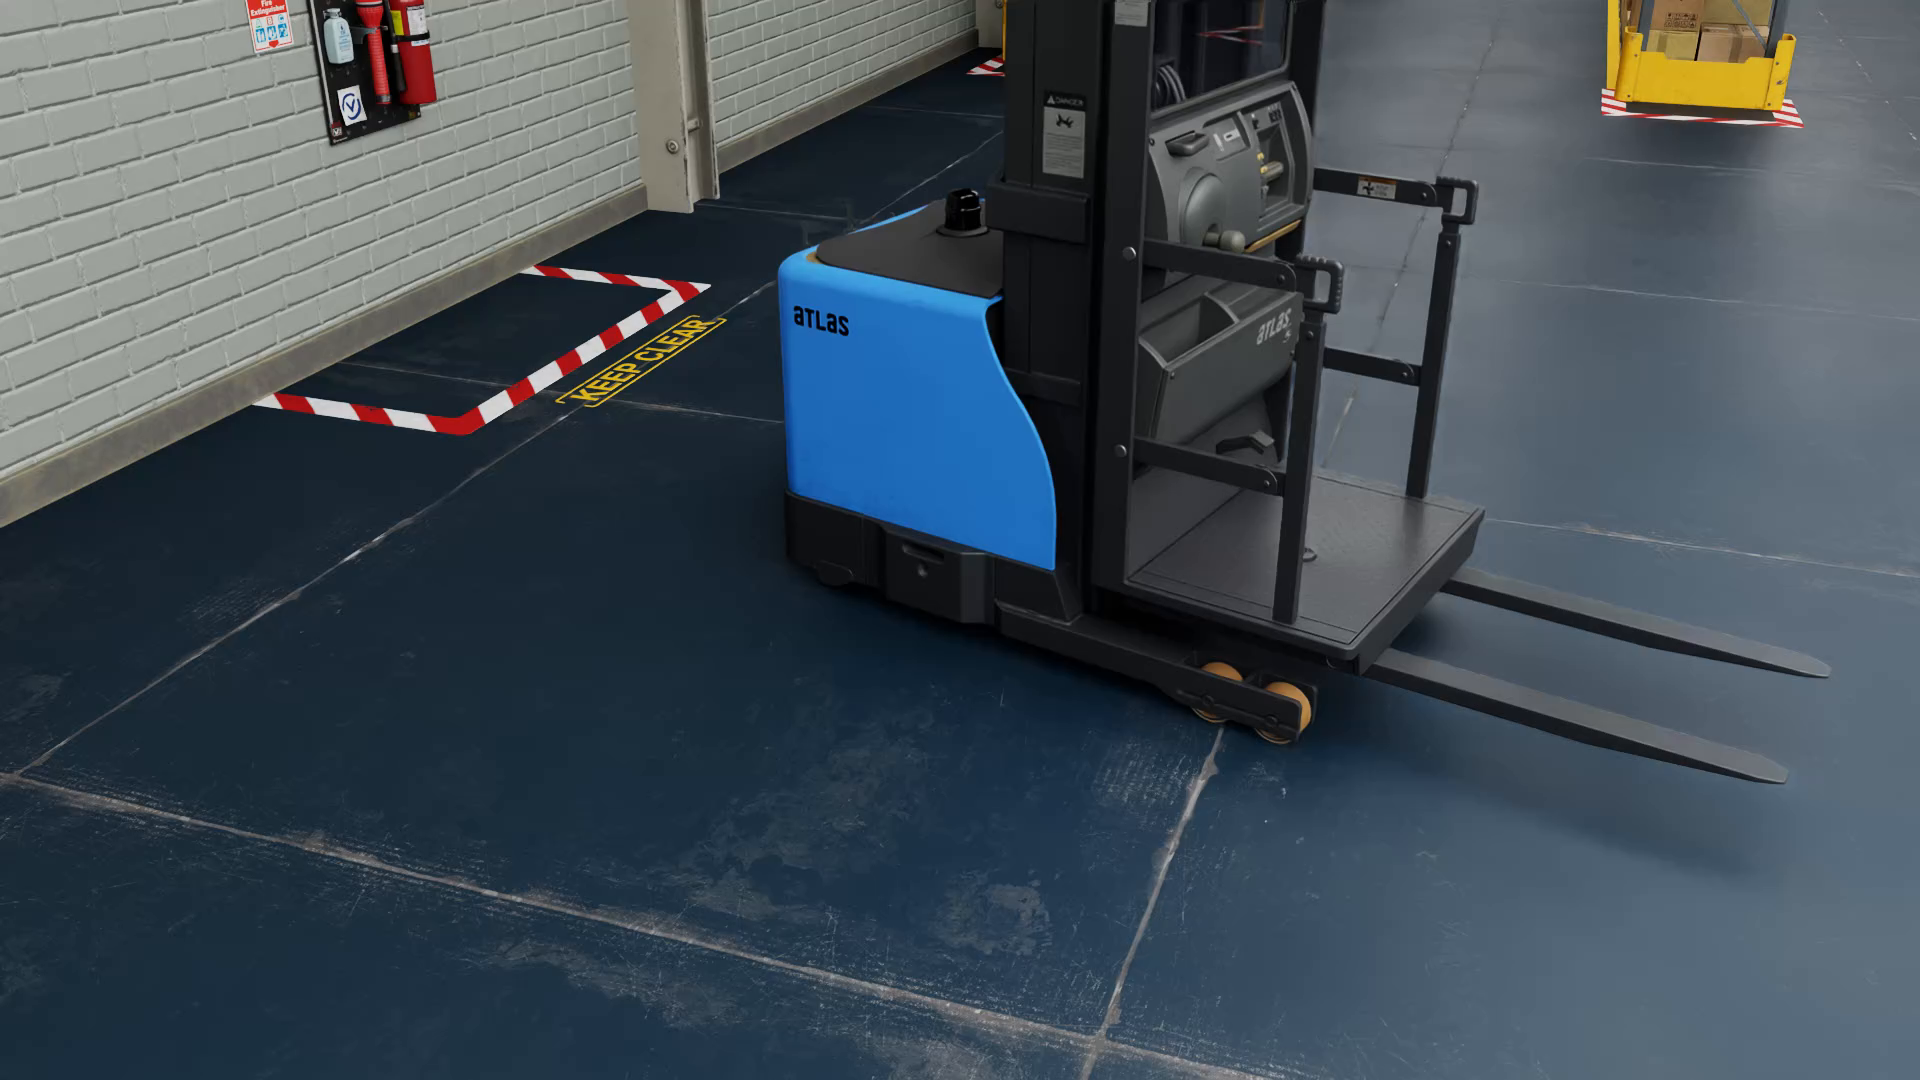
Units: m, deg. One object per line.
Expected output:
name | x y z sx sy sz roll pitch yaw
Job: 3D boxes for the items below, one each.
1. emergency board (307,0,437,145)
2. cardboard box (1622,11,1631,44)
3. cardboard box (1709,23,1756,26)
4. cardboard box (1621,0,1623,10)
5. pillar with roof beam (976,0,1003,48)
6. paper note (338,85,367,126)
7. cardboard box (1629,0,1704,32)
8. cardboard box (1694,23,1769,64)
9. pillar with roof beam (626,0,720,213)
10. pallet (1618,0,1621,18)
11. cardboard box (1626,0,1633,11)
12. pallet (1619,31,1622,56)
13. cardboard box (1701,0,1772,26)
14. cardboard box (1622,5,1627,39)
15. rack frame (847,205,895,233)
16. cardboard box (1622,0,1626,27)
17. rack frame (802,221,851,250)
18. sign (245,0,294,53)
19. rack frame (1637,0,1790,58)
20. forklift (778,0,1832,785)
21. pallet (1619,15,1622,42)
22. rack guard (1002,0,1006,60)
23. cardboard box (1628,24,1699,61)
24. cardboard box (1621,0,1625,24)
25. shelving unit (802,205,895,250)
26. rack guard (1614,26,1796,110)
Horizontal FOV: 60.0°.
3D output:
emergency board | -2.512 -2.345 7.152 0.194 1.169 0.643 9 27 17
cardboard box | 5.654 -4.113 13.476 0.500 0.250 0.500 9 27 17
cardboard box | 6.150 -4.037 13.318 0.500 0.250 0.500 9 27 17
cardboard box | 6.318 -4.935 15.174 0.500 0.250 0.500 9 27 17
pillar with roof beam | 4.403 -7.897 11.733 9.100 9.000 0.400 9 27 17
paper note | -2.636 -1.886 7.214 0.016 0.148 0.142 9 27 17
cardboard box | 5.496 -4.243 12.885 0.500 0.500 0.500 9 27 17
cardboard box | 5.987 -3.831 12.893 0.500 0.250 0.500 9 27 17
pillar with roof beam | 2.406 -5.431 6.641 9.100 9.000 0.400 9 27 17
pallet | 7.138 -5.388 16.636 1.003 0.211 1.213 9 27 17
cardboard box | 5.815 -4.657 13.738 0.500 0.500 0.500 9 27 17
pallet | 6.221 -4.256 14.298 1.003 0.211 1.213 9 27 17
cardboard box | 6.151 -4.374 13.154 0.500 0.500 0.500 9 27 17
cardboard box | 5.818 -4.319 13.901 0.500 0.250 0.500 9 27 17
rack frame | -0.304 -0.653 5.893 0.200 1.050 0.008 16 30 30
cardboard box | 5.986 -4.524 14.325 0.500 0.250 0.500 9 27 17
rack frame | -0.441 -0.565 5.711 0.200 1.050 0.008 16 30 30
sign | -2.793 -2.149 6.705 0.001 0.329 0.234 9 27 17
rack frame | 5.599 -4.691 11.996 1.000 3.000 0.127 9 27 17
forklift | 0.932 -1.021 4.495 3.031 2.935 1.130 17 30 30
pallet | 6.626 -4.759 15.337 1.003 0.211 1.213 9 27 17
rack guard | 0.951 -4.314 14.086 1.175 0.500 0.348 9 27 17
cardboard box | 5.498 -3.906 13.048 0.500 0.250 0.500 9 27 17
cardboard box | 6.147 -4.730 14.751 0.500 0.250 0.500 9 27 17
shelving unit | -0.373 -0.609 5.802 0.215 1.050 0.252 16 30 30
rack guard | 5.591 -3.556 12.521 1.175 0.500 0.348 9 27 17
